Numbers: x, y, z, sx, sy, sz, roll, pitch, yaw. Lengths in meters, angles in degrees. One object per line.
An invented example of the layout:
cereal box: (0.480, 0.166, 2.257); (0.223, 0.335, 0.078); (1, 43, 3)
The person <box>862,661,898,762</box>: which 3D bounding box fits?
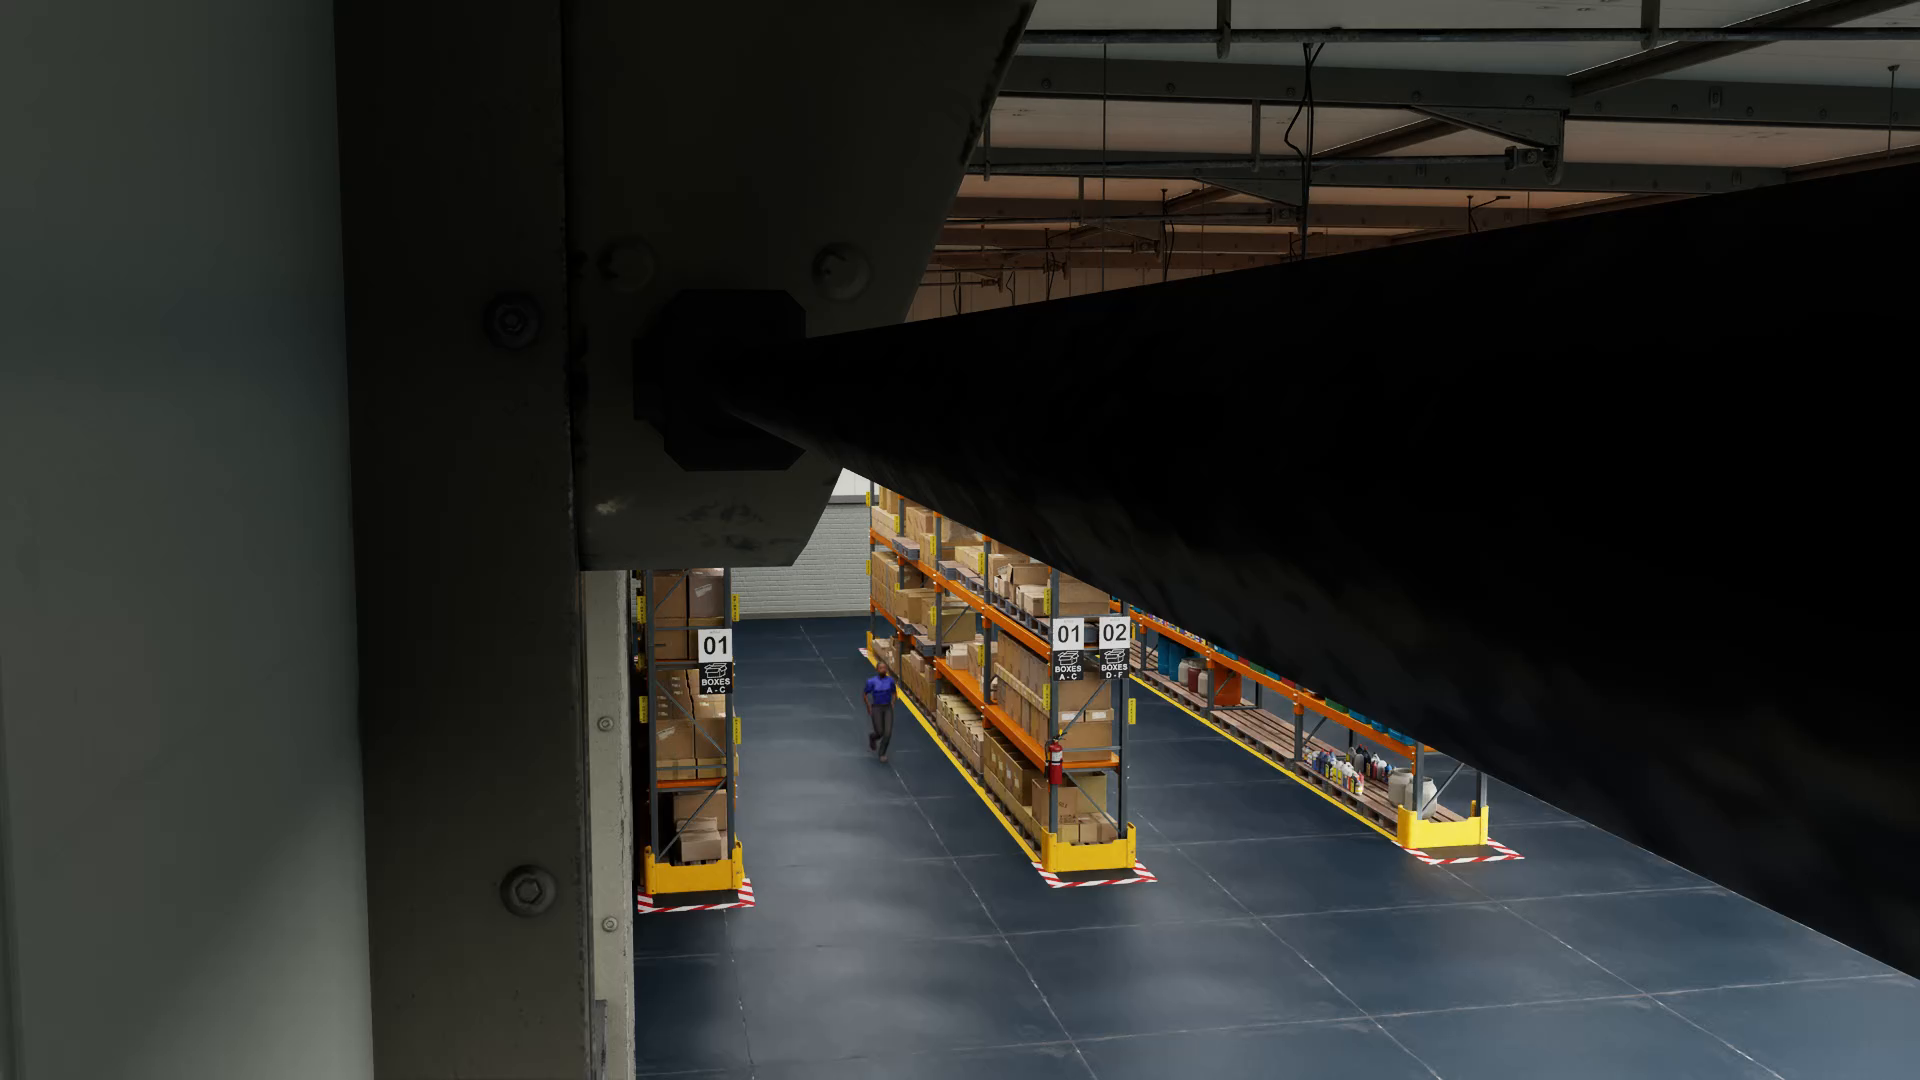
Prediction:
person: (-1.275, 2.748, 26.759); (0.557, 1.613, 0.562); (-2, 6, -19)
